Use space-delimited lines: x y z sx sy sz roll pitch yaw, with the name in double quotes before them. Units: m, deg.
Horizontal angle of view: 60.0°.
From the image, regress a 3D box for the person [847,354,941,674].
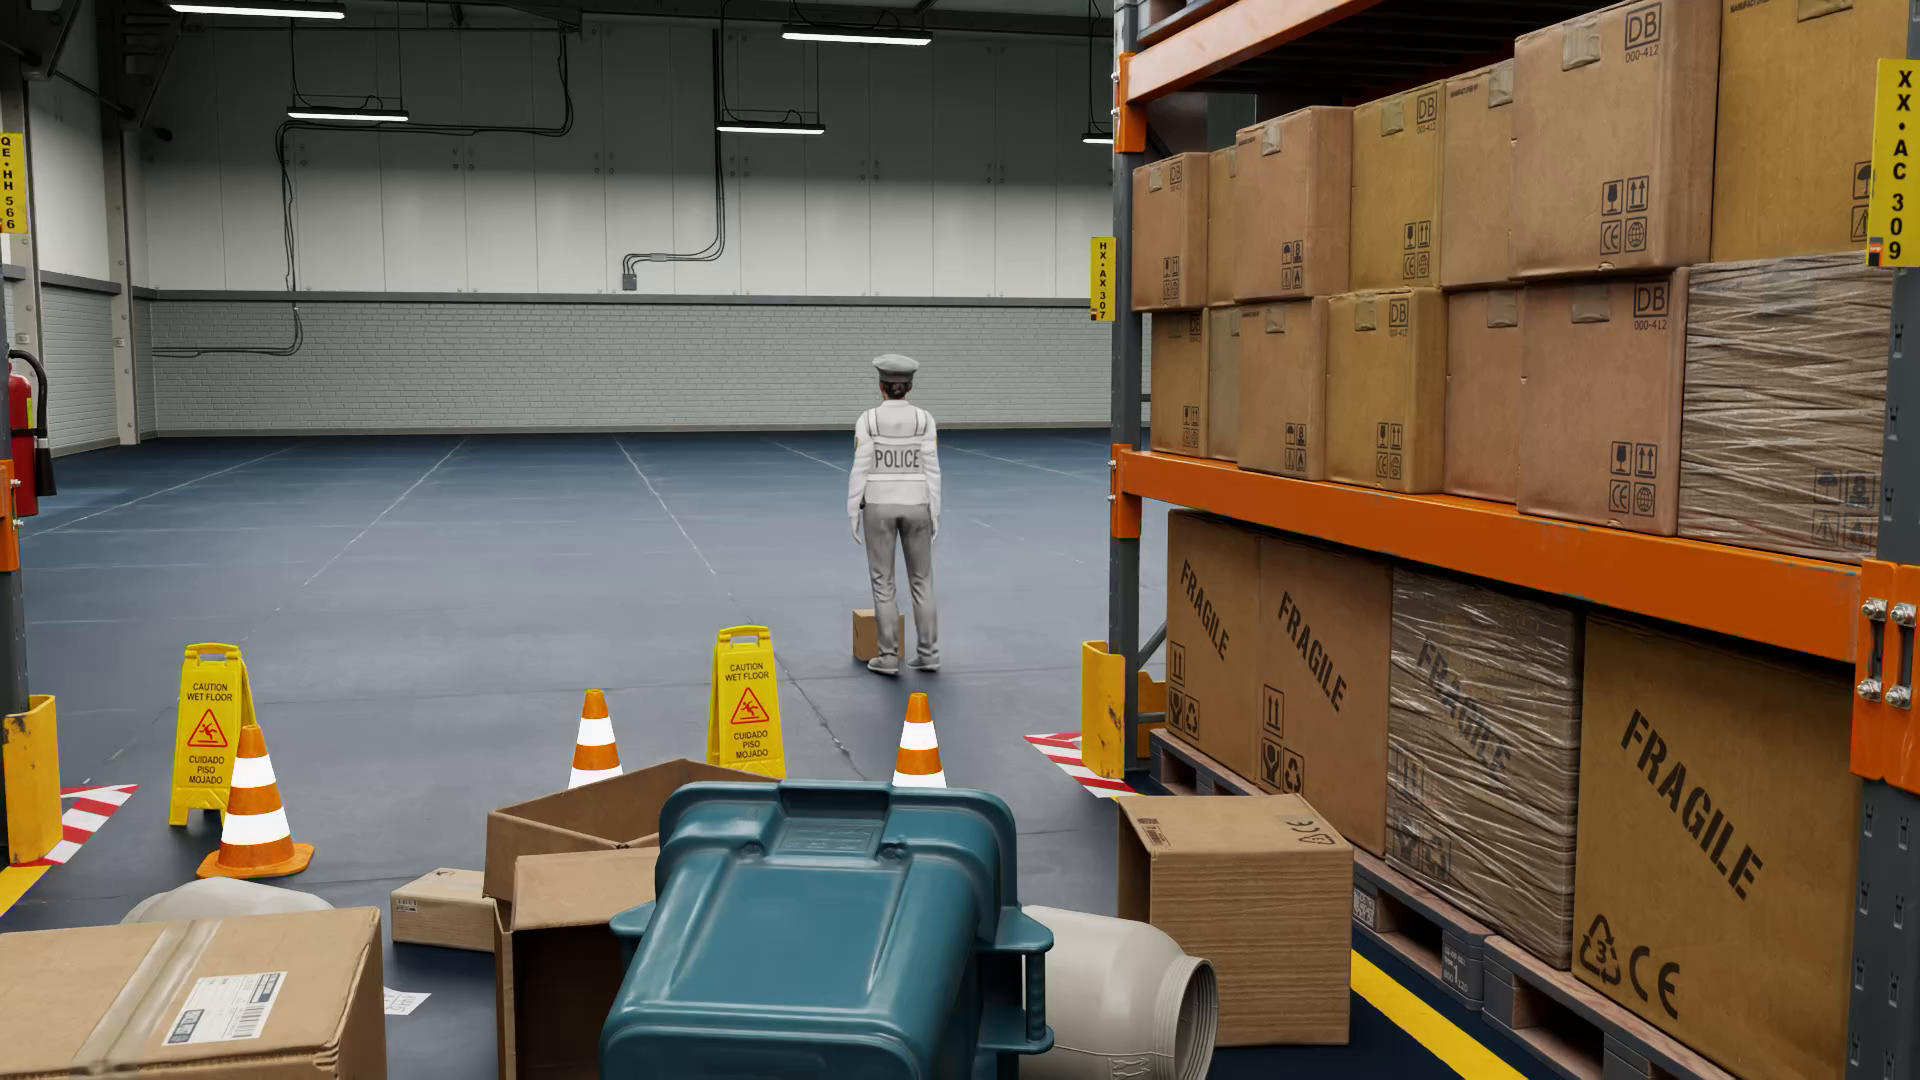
"person" -0.352 -0.130 8.790 0.496 1.699 0.352 -1 6 -13
